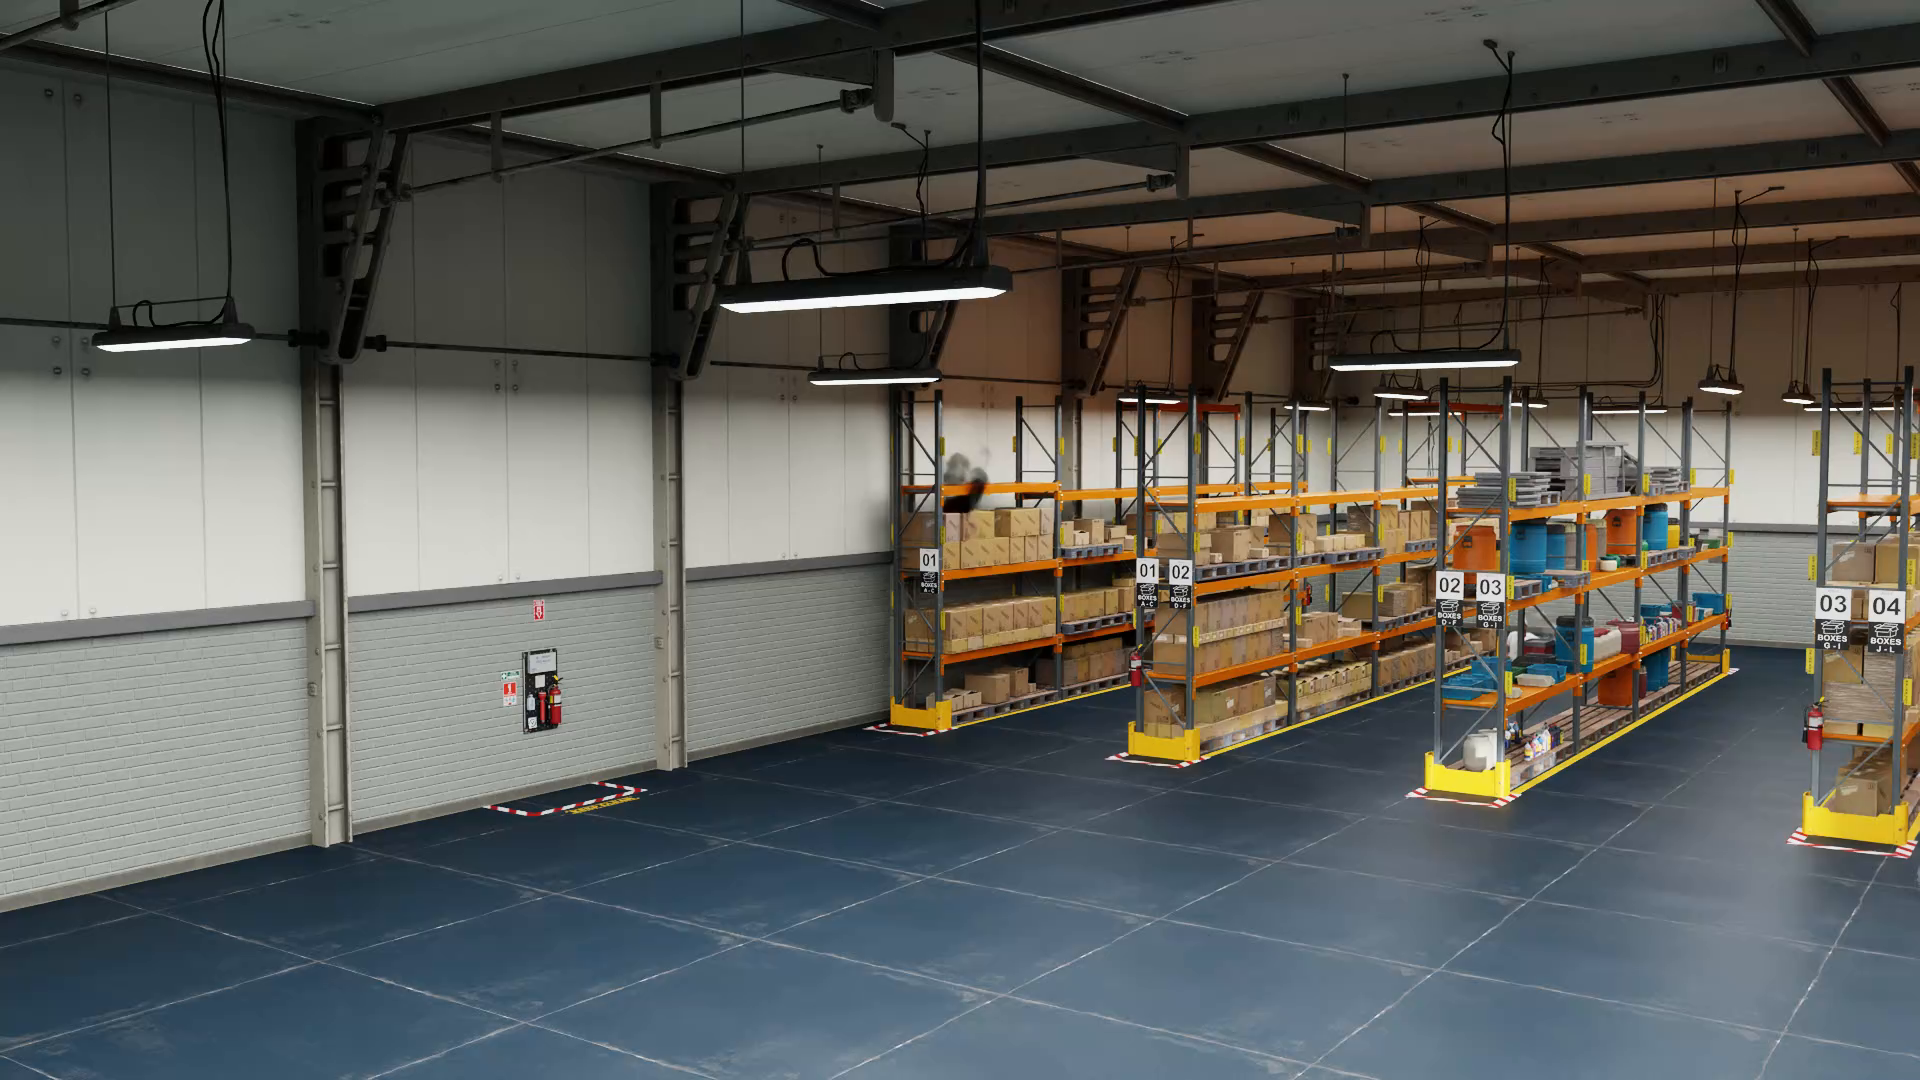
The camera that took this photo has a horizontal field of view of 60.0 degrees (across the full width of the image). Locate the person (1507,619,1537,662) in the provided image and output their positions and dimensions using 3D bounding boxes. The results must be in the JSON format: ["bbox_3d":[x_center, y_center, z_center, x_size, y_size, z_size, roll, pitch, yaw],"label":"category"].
[{"bbox_3d":[10.637,2.357,31.619,0.679,1.749,0.534,2,4,32],"label":"person"}]
